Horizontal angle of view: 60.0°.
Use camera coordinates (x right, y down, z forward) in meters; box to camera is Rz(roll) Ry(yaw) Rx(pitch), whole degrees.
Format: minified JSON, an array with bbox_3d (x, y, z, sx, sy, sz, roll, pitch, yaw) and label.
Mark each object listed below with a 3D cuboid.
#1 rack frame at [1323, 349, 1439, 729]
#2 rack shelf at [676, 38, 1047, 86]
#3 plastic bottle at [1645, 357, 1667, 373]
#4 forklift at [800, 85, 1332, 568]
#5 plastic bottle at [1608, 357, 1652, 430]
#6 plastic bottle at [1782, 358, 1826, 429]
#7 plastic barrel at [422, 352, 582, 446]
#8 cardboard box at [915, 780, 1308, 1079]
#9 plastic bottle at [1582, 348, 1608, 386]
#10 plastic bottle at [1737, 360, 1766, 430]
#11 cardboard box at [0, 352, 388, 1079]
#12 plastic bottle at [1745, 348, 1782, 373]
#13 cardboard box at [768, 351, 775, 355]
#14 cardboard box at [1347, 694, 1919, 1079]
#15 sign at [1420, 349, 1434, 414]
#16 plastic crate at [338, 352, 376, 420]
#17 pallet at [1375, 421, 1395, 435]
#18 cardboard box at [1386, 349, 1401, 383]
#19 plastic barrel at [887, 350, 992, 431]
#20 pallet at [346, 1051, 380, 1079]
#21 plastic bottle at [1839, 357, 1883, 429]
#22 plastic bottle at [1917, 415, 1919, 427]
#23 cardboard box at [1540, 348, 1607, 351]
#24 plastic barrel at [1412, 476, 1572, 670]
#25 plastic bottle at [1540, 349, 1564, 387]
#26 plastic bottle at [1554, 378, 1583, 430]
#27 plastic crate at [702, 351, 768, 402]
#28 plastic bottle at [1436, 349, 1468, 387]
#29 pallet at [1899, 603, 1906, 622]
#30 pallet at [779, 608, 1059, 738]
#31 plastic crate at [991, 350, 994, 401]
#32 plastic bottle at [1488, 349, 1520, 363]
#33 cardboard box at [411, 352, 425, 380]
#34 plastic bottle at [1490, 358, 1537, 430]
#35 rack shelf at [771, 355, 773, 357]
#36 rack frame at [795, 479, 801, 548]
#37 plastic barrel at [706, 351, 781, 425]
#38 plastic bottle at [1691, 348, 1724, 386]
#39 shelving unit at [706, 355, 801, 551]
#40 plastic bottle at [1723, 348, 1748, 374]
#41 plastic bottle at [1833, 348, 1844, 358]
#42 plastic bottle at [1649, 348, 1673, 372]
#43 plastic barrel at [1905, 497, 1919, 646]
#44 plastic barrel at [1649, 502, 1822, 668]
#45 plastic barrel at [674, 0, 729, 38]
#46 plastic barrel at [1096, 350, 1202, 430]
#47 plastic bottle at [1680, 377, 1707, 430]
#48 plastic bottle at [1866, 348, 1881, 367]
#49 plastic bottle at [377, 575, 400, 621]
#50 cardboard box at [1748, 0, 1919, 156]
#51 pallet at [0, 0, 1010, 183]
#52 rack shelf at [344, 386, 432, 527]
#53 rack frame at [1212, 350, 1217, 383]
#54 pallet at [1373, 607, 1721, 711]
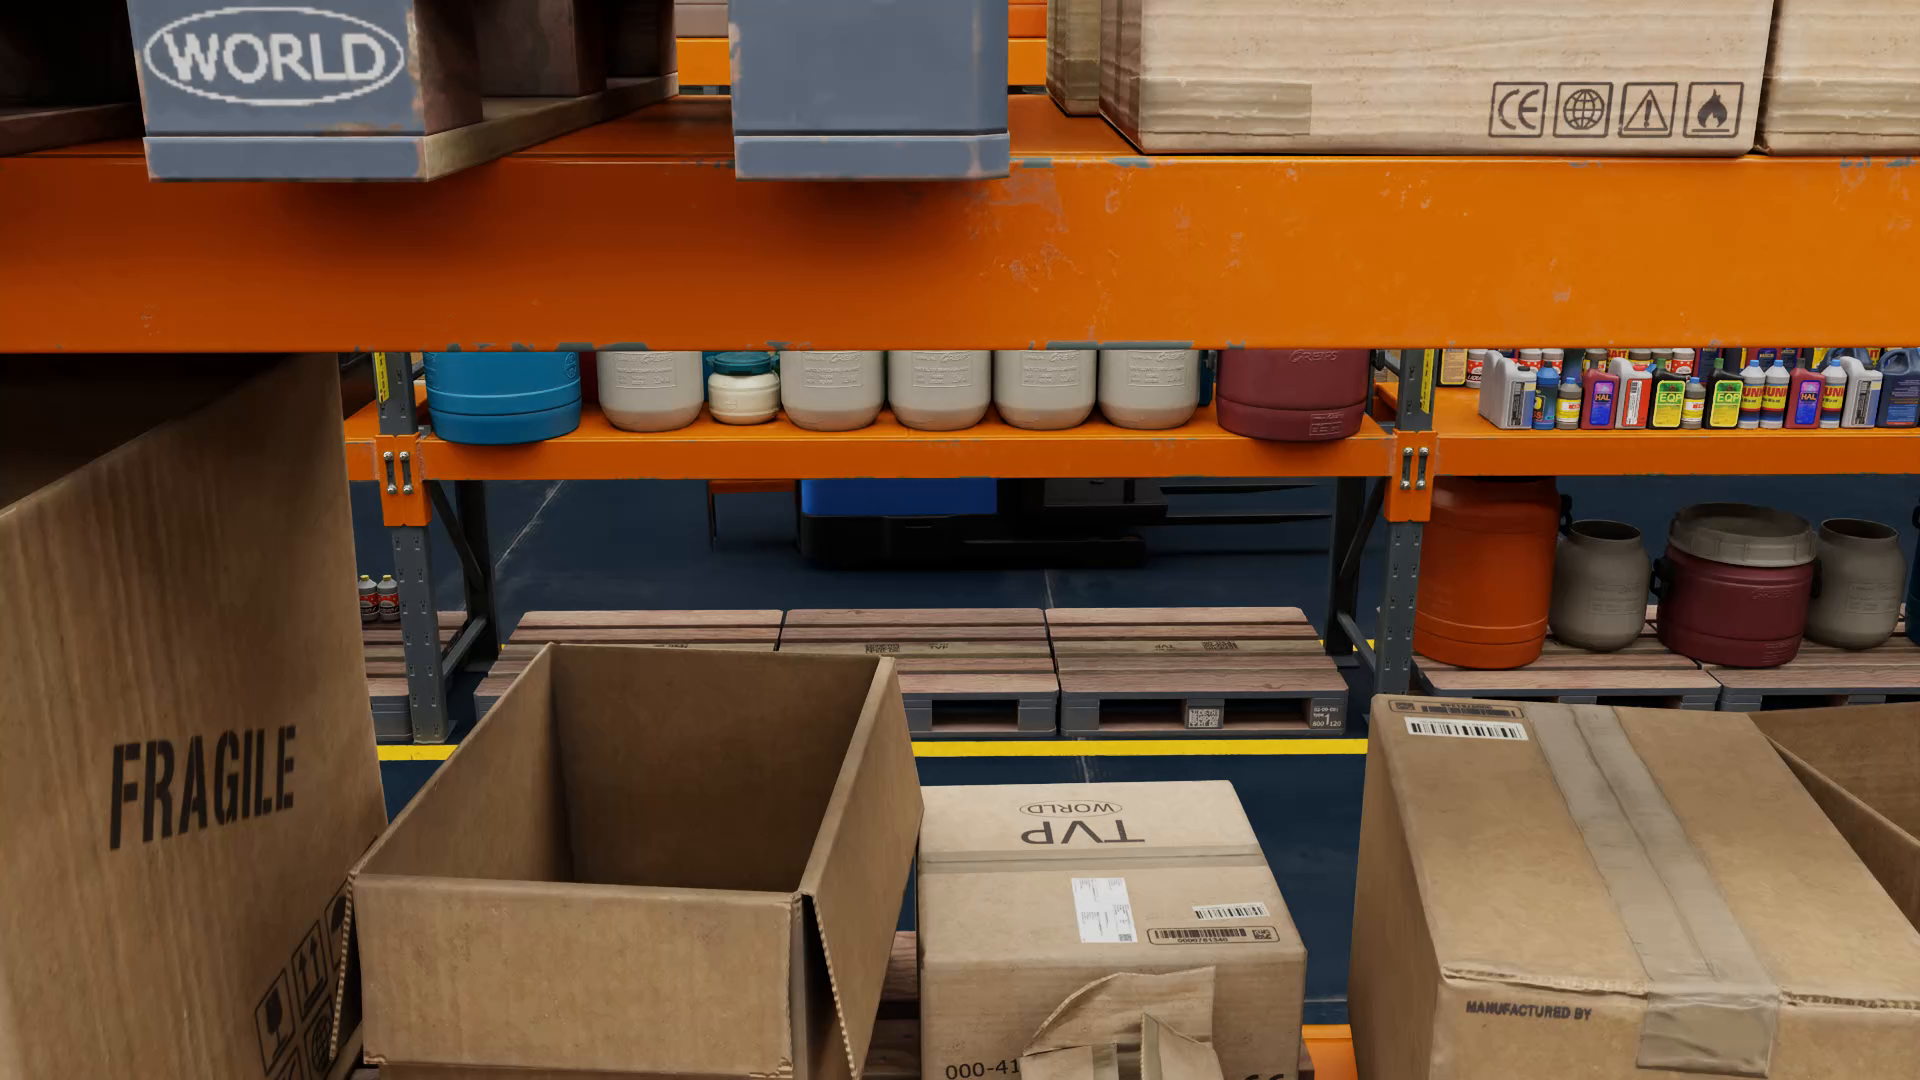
[{"bbox_3d":[1.790,-0.748,6.969,0.127,3.000,1.000,0,18,-1],"label":"rack frame"},{"bbox_3d":[-0.210,-1.824,6.591,4.000,0.370,1.077,0,18,-1],"label":"rack shelf"},{"bbox_3d":[2.806,-0.603,6.728,0.097,0.271,0.097,0,18,0],"label":"plastic bottle"},{"bbox_3d":[0.626,-1.405,9.130,3.031,2.935,1.130,-1,18,-3],"label":"forklift"},{"bbox_3d":[2.691,-0.595,6.694,0.135,0.276,0.152,0,18,-1],"label":"plastic bottle"},{"bbox_3d":[3.384,-0.588,6.660,0.133,0.283,0.061,0,18,-1],"label":"plastic bottle"},{"bbox_3d":[-1.818,-0.877,6.550,0.708,0.901,0.600,0,18,-1],"label":"plastic barrel"},{"bbox_3d":[0.189,0.574,2.406,0.500,0.250,0.500,-1,18,-2],"label":"cardboard box"},{"bbox_3d":[2.826,-0.783,7.404,0.097,0.201,0.097,0,18,0],"label":"plastic bottle"},{"bbox_3d":[3.171,-0.587,6.676,0.097,0.271,0.097,0,18,0],"label":"plastic bottle"},{"bbox_3d":[-1.335,0.337,1.917,1.000,1.000,1.000,0,18,0],"label":"cardboard box"},{"bbox_3d":[3.518,-0.787,7.282,0.133,0.283,0.061,0,18,-1],"label":"plastic bottle"},{"bbox_3d":[-1.366,-1.326,11.667,0.500,0.311,0.500,0,18,-2],"label":"cardboard box"},{"bbox_3d":[0.772,0.565,2.025,0.500,0.500,0.700,2,18,7],"label":"cardboard box"},{"bbox_3d":[1.806,-0.658,6.421,0.005,0.325,0.100,0,18,-1],"label":"sign"},{"bbox_3d":[-2.735,-0.736,7.032,0.504,0.338,0.767,0,18,-1],"label":"plastic crate"},{"bbox_3d":[2.463,-0.925,12.087,1.213,0.211,1.003,0,18,-1],"label":"pallet"},{"bbox_3d":[3.200,-1.200,11.751,0.500,0.500,0.500,-1,18,-2],"label":"cardboard box"},{"bbox_3d":[-0.083,-0.737,6.712,0.433,0.535,0.433,0,18,0],"label":"plastic barrel"},{"bbox_3d":[-1.365,0.916,2.096,1.213,0.211,1.003,0,18,-1],"label":"pallet"},{"bbox_3d":[3.615,-0.599,6.708,0.135,0.276,0.152,0,18,-1],"label":"plastic bottle"},{"bbox_3d":[3.934,-0.590,6.668,0.133,0.283,0.061,0,18,-1],"label":"plastic bottle"},{"bbox_3d":[4.230,-1.208,11.773,0.500,0.500,0.500,0,18,0],"label":"cardboard box"},{"bbox_3d":[2.279,0.078,7.260,0.708,0.830,0.600,0,18,-1],"label":"plastic barrel"},{"bbox_3d":[2.632,-0.782,7.401,0.097,0.201,0.097,0,18,0],"label":"plastic bottle"},{"bbox_3d":[2.442,-0.550,6.676,0.097,0.201,0.097,0,18,0],"label":"plastic bottle"},{"bbox_3d":[-1.111,-0.822,7.225,0.575,0.384,0.392,0,18,-1],"label":"plastic crate"},{"bbox_3d":[2.188,-0.825,7.400,0.133,0.283,0.061,0,18,-1],"label":"plastic bottle"},{"bbox_3d":[5.017,0.551,7.484,1.213,0.211,1.003,0,18,-1],"label":"pallet"},{"bbox_3d":[-0.202,0.576,7.405,1.213,0.211,1.003,0,18,-1],"label":"pallet"},{"bbox_3d":[0.170,-0.864,7.227,0.583,0.464,0.402,0,18,-1],"label":"plastic crate"},{"bbox_3d":[2.419,-0.826,7.403,0.133,0.283,0.061,0,18,-1],"label":"plastic bottle"},{"bbox_3d":[-3.744,-1.418,11.644,0.500,0.500,0.500,0,18,-1],"label":"cardboard box"},{"bbox_3d":[2.228,-0.593,6.687,0.135,0.276,0.152,0,18,-1],"label":"plastic bottle"},{"bbox_3d":[-1.175,-0.929,9.177,0.480,0.148,0.258,-2,18,-2],"label":"rack shelf"},{"bbox_3d":[-0.925,-0.562,9.307,0.015,1.200,0.240,-2,18,-2],"label":"rack frame"},{"bbox_3d":[-0.884,-0.623,6.804,0.301,0.262,0.301,0,18,0],"label":"plastic barrel"},{"bbox_3d":[3.331,-0.830,7.417,0.133,0.283,0.061,0,18,-1],"label":"plastic bottle"},{"bbox_3d":[-1.168,-0.555,9.297,0.503,1.200,0.258,-2,18,-2],"label":"shelving unit"},{"bbox_3d":[3.490,-0.851,7.369,0.185,0.351,0.144,0,18,-1],"label":"plastic bottle"},{"bbox_3d":[3.854,-0.778,7.272,0.097,0.271,0.097,0,18,0],"label":"plastic bottle"},{"bbox_3d":[3.118,-0.785,7.409,0.097,0.201,0.097,0,18,0],"label":"plastic bottle"},{"bbox_3d":[4.537,0.032,7.283,0.708,0.901,0.600,0,18,-1],"label":"plastic barrel"},{"bbox_3d":[3.408,0.187,7.314,0.708,0.588,0.600,0,18,-1],"label":"plastic barrel"},{"bbox_3d":[-1.050,-2.468,6.599,0.600,0.901,0.600,0,18,0],"label":"plastic barrel"},{"bbox_3d":[0.765,-0.731,6.734,0.421,0.512,0.421,0,18,0],"label":"plastic barrel"},{"bbox_3d":[2.940,-0.552,6.683,0.097,0.201,0.097,0,18,0],"label":"plastic bottle"},{"bbox_3d":[4.047,-0.823,7.412,0.097,0.271,0.097,0,18,0],"label":"plastic bottle"},{"bbox_3d":[-2.636,0.262,7.681,0.097,0.201,0.097,0,18,0],"label":"plastic bottle"},{"bbox_3d":[0.901,-0.509,1.558,0.500,0.250,0.500,0,18,-1],"label":"cardboard box"},{"bbox_3d":[-0.475,-0.532,1.691,1.003,0.211,1.213,0,18,-1],"label":"pallet"},{"bbox_3d":[-4.209,-0.377,6.989,4.000,0.370,1.077,0,18,-1],"label":"rack shelf"},{"bbox_3d":[1.716,-2.261,11.686,0.127,3.000,1.000,0,18,-1],"label":"rack frame"},{"bbox_3d":[2.578,0.563,7.447,1.213,0.211,1.003,0,18,-1],"label":"pallet"}]
